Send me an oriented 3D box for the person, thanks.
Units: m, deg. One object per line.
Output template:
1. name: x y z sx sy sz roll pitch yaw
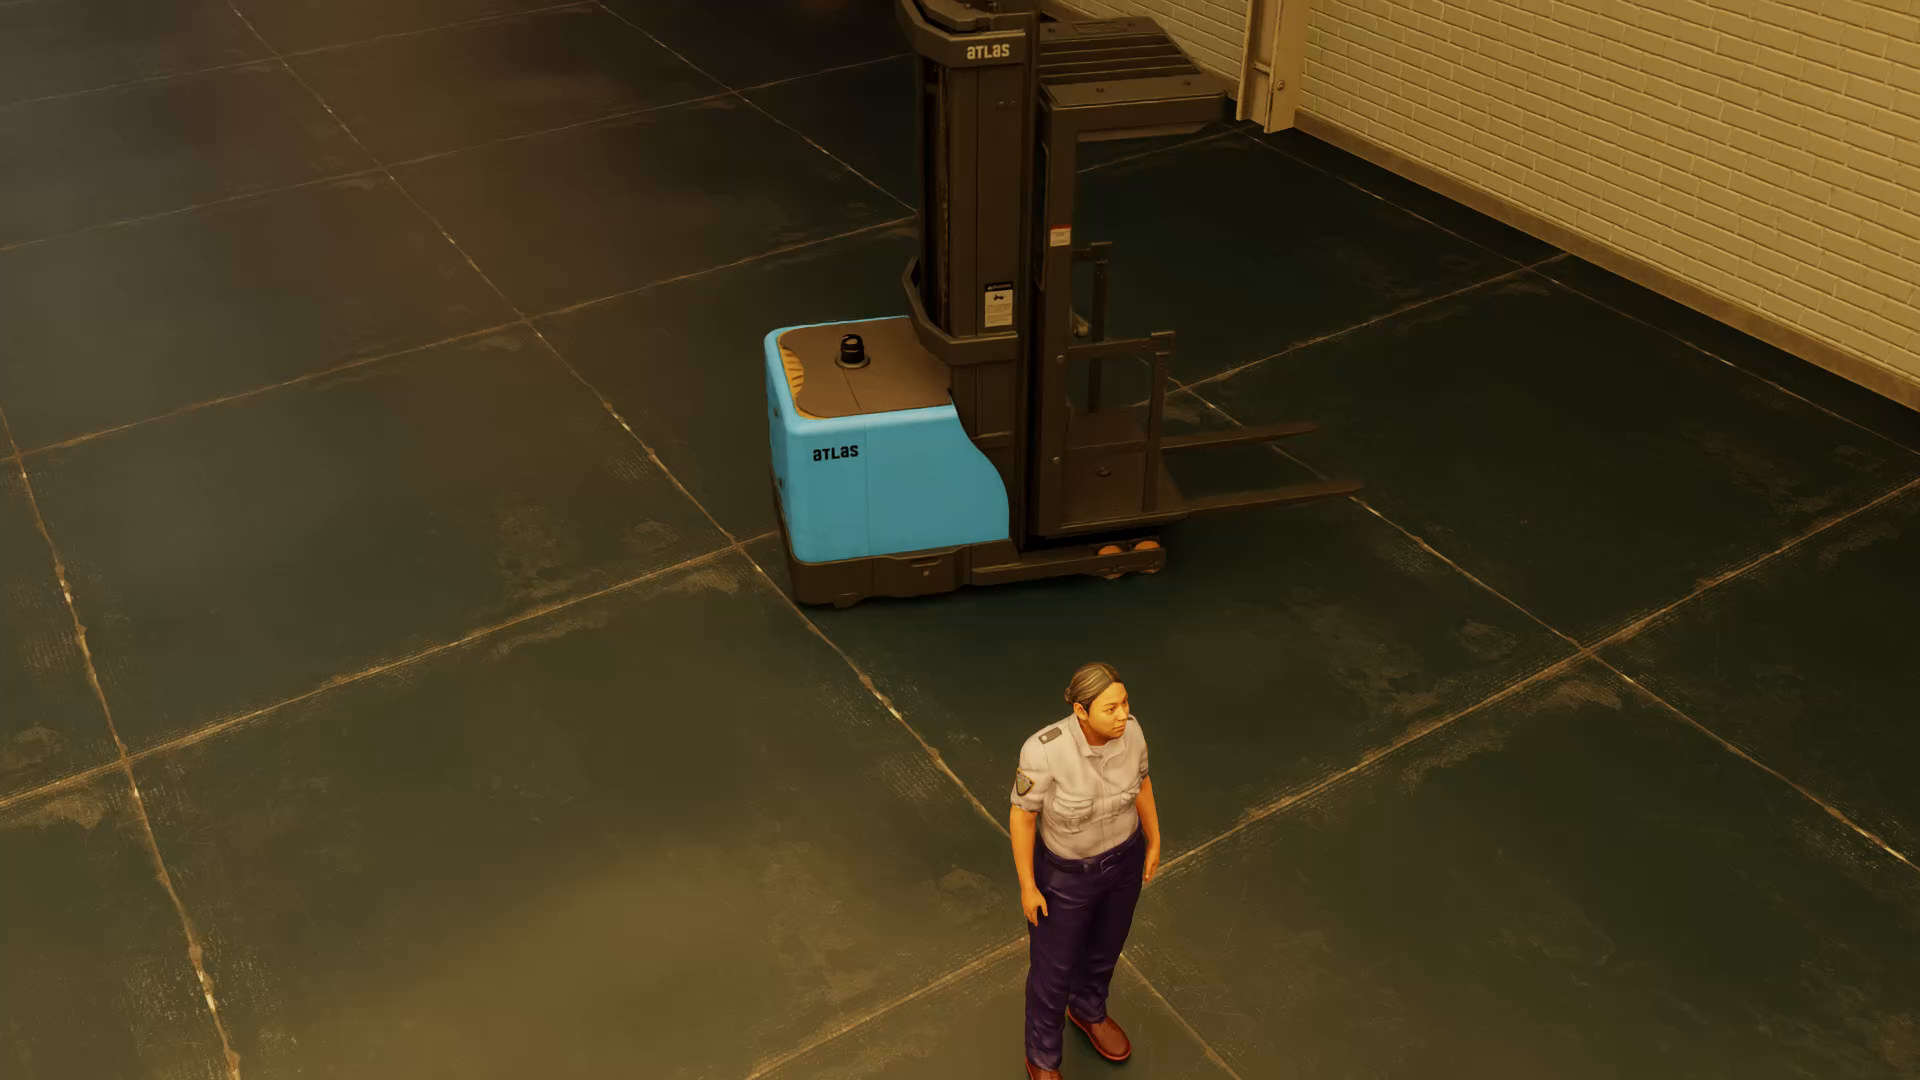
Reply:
1. person: 0.459 1.161 5.599 0.598 1.651 0.502 -18 39 -24

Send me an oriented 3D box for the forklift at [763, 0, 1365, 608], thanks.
1. forklift: 0.572 -1.294 7.990 3.031 2.935 1.130 -7 36 -10
